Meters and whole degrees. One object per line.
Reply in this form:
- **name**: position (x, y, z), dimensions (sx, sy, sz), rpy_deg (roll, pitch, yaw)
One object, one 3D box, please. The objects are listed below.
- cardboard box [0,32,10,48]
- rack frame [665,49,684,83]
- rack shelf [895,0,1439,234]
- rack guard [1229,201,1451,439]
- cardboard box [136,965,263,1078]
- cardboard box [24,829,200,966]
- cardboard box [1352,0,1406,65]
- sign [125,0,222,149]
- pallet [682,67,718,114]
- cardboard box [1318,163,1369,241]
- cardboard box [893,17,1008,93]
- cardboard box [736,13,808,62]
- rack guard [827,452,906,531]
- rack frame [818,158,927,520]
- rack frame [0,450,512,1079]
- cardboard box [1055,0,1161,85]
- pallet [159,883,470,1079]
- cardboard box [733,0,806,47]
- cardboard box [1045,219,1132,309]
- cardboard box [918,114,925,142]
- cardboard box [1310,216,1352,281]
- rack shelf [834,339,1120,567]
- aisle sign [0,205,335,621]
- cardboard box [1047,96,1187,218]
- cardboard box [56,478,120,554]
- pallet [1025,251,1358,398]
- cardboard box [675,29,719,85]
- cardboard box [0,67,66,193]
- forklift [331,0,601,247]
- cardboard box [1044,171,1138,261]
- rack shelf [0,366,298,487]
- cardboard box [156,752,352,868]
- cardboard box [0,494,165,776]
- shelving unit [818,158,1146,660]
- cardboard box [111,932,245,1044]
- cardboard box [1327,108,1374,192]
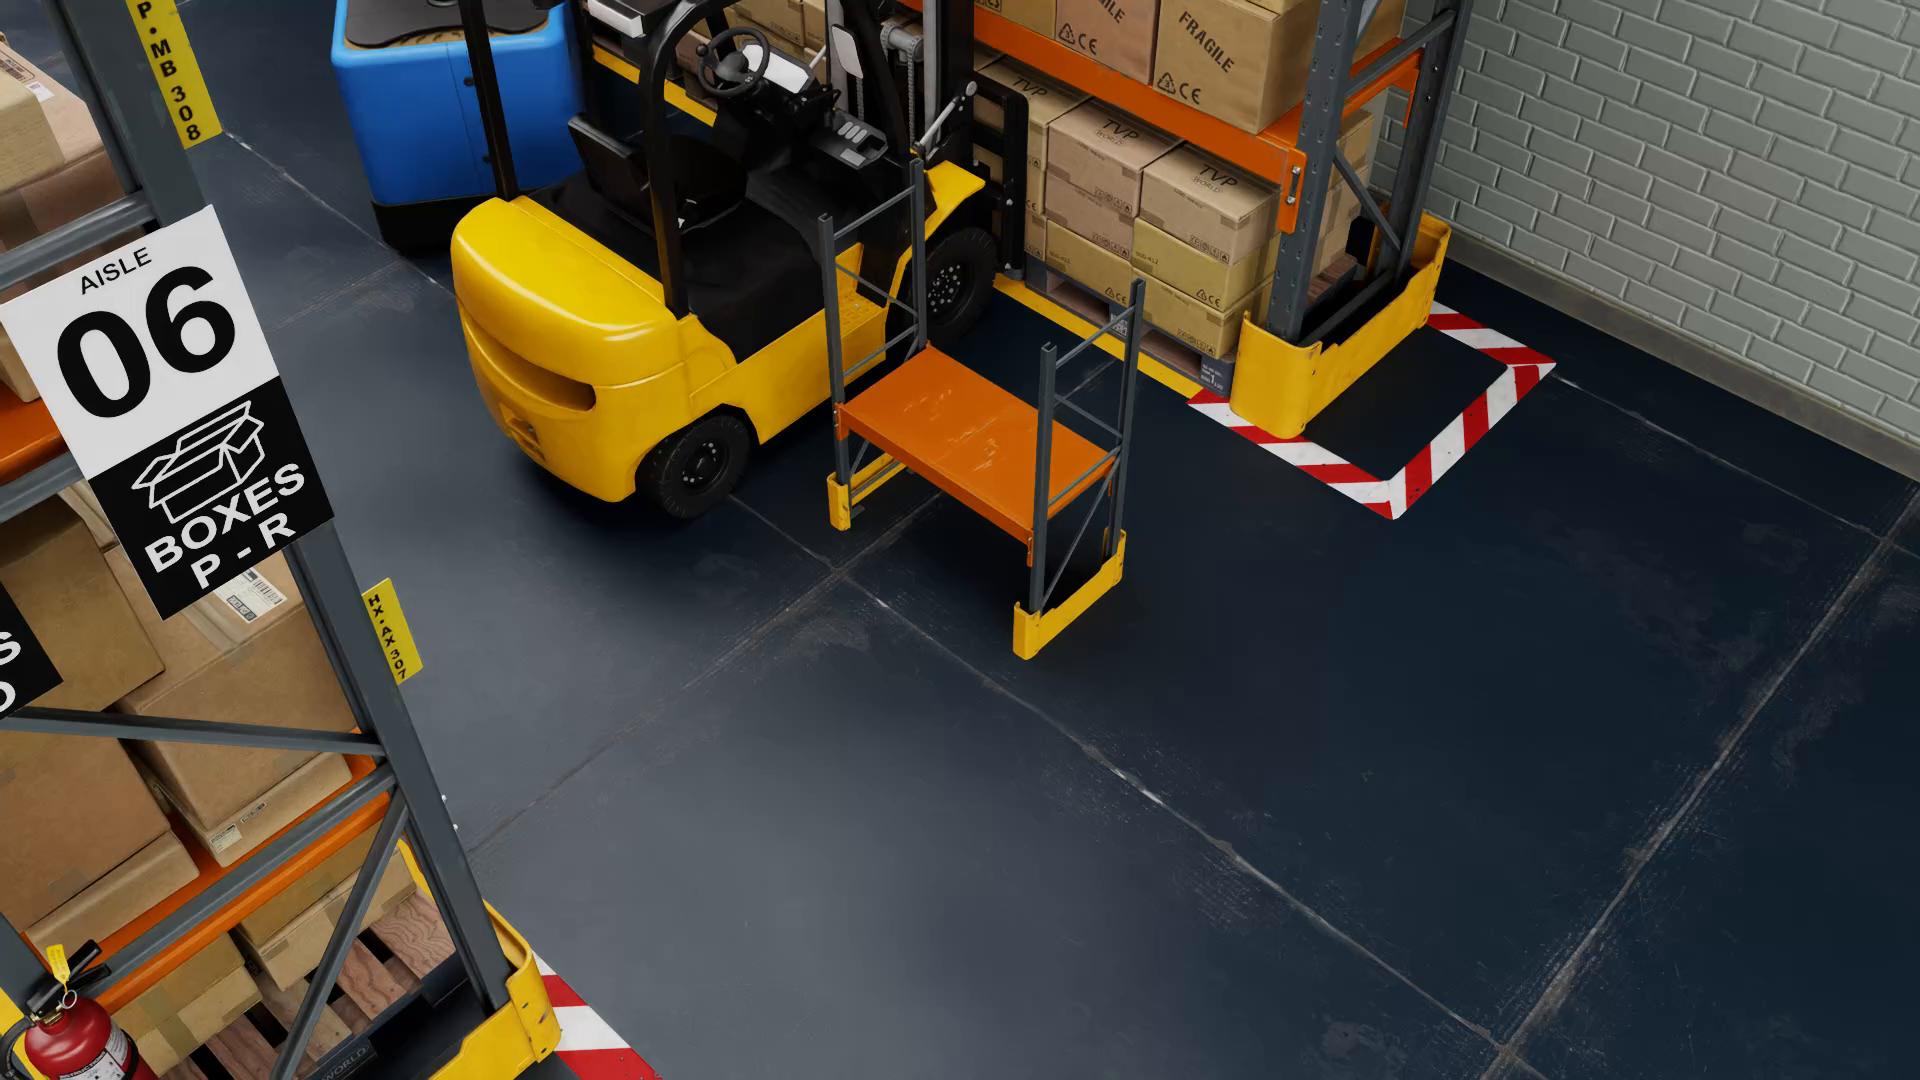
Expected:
- **cardboard box**: position (-2.257, -0.912, 3.390), dimensions (0.500, 0.250, 0.500), rpy_deg (33, 55, 27)
- **rack frame**: position (-1.280, -3.828, 8.286), dimensions (0.127, 3.000, 1.000), rpy_deg (34, 55, 28)
- **rack shelf**: position (0.190, -2.593, 7.620), dimensions (4.000, 0.370, 1.077), rpy_deg (34, 55, 28)
- **rack guard**: position (1.677, -0.983, 7.330), dimensions (0.348, 0.500, 1.175), rpy_deg (34, 55, 28)
- **cardboard box**: position (-2.499, 1.341, 5.031), dimensions (0.500, 0.250, 0.500), rpy_deg (34, 55, 28)
- **cardboard box**: position (-2.124, 0.827, 4.089), dimensions (0.250, 0.149, 0.380), rpy_deg (36, 56, 29)
- **cardboard box**: position (1.484, -2.278, 6.763), dimensions (0.500, 0.500, 0.500), rpy_deg (36, 56, 29)
- **sign**: position (-1.337, -0.806, 2.792), dimensions (0.005, 0.325, 0.100), rpy_deg (34, 55, 28)
- **pallet**: position (-0.724, -2.458, 8.913), dimensions (1.213, 0.211, 1.003), rpy_deg (34, 55, 28)
- **cardboard box**: position (1.455, -1.567, 7.419), dimensions (0.500, 0.250, 0.500), rpy_deg (35, 56, 28)
- **cardboard box**: position (-0.015, -2.204, 7.674), dimensions (0.500, 0.250, 0.500), rpy_deg (33, 55, 27)
- **cardboard box**: position (-0.762, -2.549, 8.341), dimensions (0.500, 0.250, 0.500), rpy_deg (34, 55, 27)
- **rack guard**: position (-0.310, -0.294, 6.855), dimensions (0.087, 0.250, 0.587), rpy_deg (34, 55, 28)
- **rack frame**: position (-0.311, -0.723, 6.400), dimensions (0.032, 1.500, 0.500), rpy_deg (34, 55, 28)
- **rack frame**: position (-1.704, 0.811, 3.931), dimensions (0.127, 3.000, 1.000), rpy_deg (34, 55, 28)
- **cardboard box**: position (0.745, -2.248, 6.735), dimensions (0.500, 0.500, 0.500), rpy_deg (36, 56, 29)
- **pallet**: position (-2.333, 1.307, 5.378), dimensions (1.213, 0.211, 1.003), rpy_deg (34, 55, 28)
- **cardboard box**: position (-0.768, -2.707, 8.146), dimensions (0.500, 0.250, 0.500), rpy_deg (34, 55, 28)
- **cardboard box**: position (0.741, -1.367, 7.574), dimensions (0.500, 0.250, 0.500), rpy_deg (34, 55, 28)
- **cardboard box**: position (-0.030, -2.044, 7.867), dimensions (0.500, 0.250, 0.500), rpy_deg (34, 55, 28)
- **cardboard box**: position (1.431, -1.400, 7.605), dimensions (0.500, 0.250, 0.500), rpy_deg (34, 56, 28)
- **rack shelf**: position (0.063, -0.348, 6.295), dimensions (1.000, 0.185, 0.538), rpy_deg (34, 55, 28)
- **aisle sign**: position (-1.449, -0.214, 3.110), dimensions (0.004, 0.787, 0.394), rpy_deg (34, 55, 28)
- **cardboard box**: position (0.730, -1.705, 7.205), dimensions (0.500, 0.250, 0.500), rpy_deg (35, 56, 28)
- **cardboard box**: position (-2.247, 0.038, 4.384), dimensions (0.500, 0.500, 0.500), rpy_deg (36, 56, 29)
- **pallet**: position (1.069, -1.251, 7.780), dimensions (1.213, 0.211, 1.003), rpy_deg (34, 55, 28)
- **cardboard box**: position (-1.149, -2.614, 8.745), dimensions (0.500, 0.250, 0.500), rpy_deg (34, 56, 28)
- **cardboard box**: position (-1.827, -0.688, 2.906), dimensions (0.250, 0.149, 0.380), rpy_deg (34, 55, 27)
- **forklift**: position (-2.549, -3.500, 8.026), dimensions (1.130, 2.935, 3.031), rpy_deg (-8, 47, -8)
- **cardboard box**: position (0.728, -1.551, 7.404), dimensions (0.500, 0.250, 0.500), rpy_deg (33, 55, 27)
- **rack shelf**: position (-3.174, -0.958, 4.028), dimensions (4.000, 0.370, 1.077), rpy_deg (34, 55, 28)
- **cardboard box**: position (-1.814, 0.618, 4.284), dimensions (0.250, 0.149, 0.380), rpy_deg (34, 55, 28)
- **cardboard box**: position (-2.228, 0.197, 3.549), dimensions (0.500, 0.500, 0.700), rpy_deg (33, 55, 27)
- **shelving unit**: position (0.056, -0.476, 6.168), dimensions (1.083, 1.500, 0.587), rpy_deg (34, 55, 28)
- **cardboard box**: position (-2.470, 1.095, 4.748), dimensions (0.500, 0.500, 0.500), rpy_deg (34, 56, 28)
- **cardboard box**: position (1.435, -1.734, 7.233), dimensions (0.500, 0.250, 0.500), rpy_deg (33, 55, 27)
